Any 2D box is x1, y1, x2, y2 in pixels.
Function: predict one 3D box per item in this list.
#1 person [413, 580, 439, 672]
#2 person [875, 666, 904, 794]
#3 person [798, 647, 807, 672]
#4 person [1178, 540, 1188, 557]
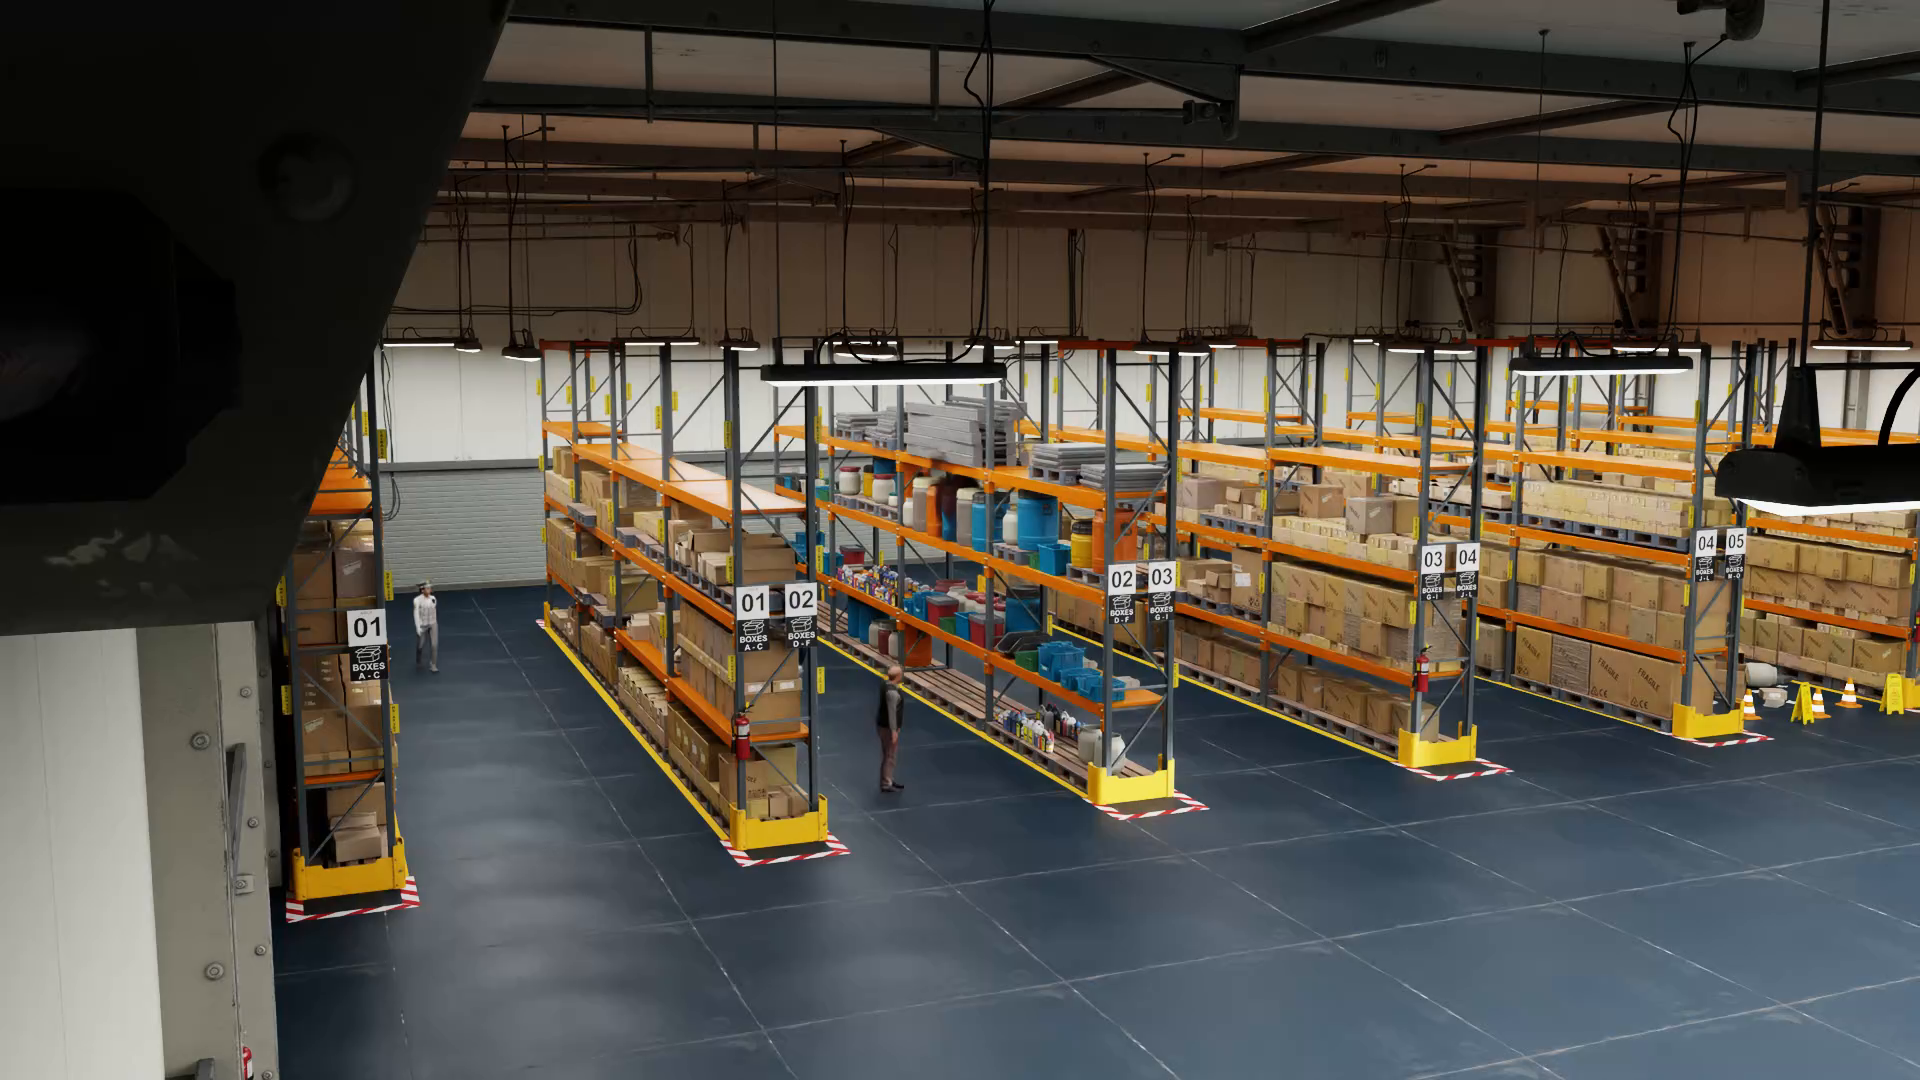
[{"bbox_3d":[-9.772,1.547,30.437,0.457,1.653,0.708,-3,8,-25],"label":"person"},{"bbox_3d":[-0.951,2.560,22.530,0.388,1.737,0.565,-1,8,-10],"label":"person"},{"bbox_3d":[-2.830,1.600,29.195,0.567,1.531,0.711,-2,8,-15],"label":"person"},{"bbox_3d":[5.418,0.038,41.683,1.008,1.717,0.698,-1,7,-6],"label":"person"}]
